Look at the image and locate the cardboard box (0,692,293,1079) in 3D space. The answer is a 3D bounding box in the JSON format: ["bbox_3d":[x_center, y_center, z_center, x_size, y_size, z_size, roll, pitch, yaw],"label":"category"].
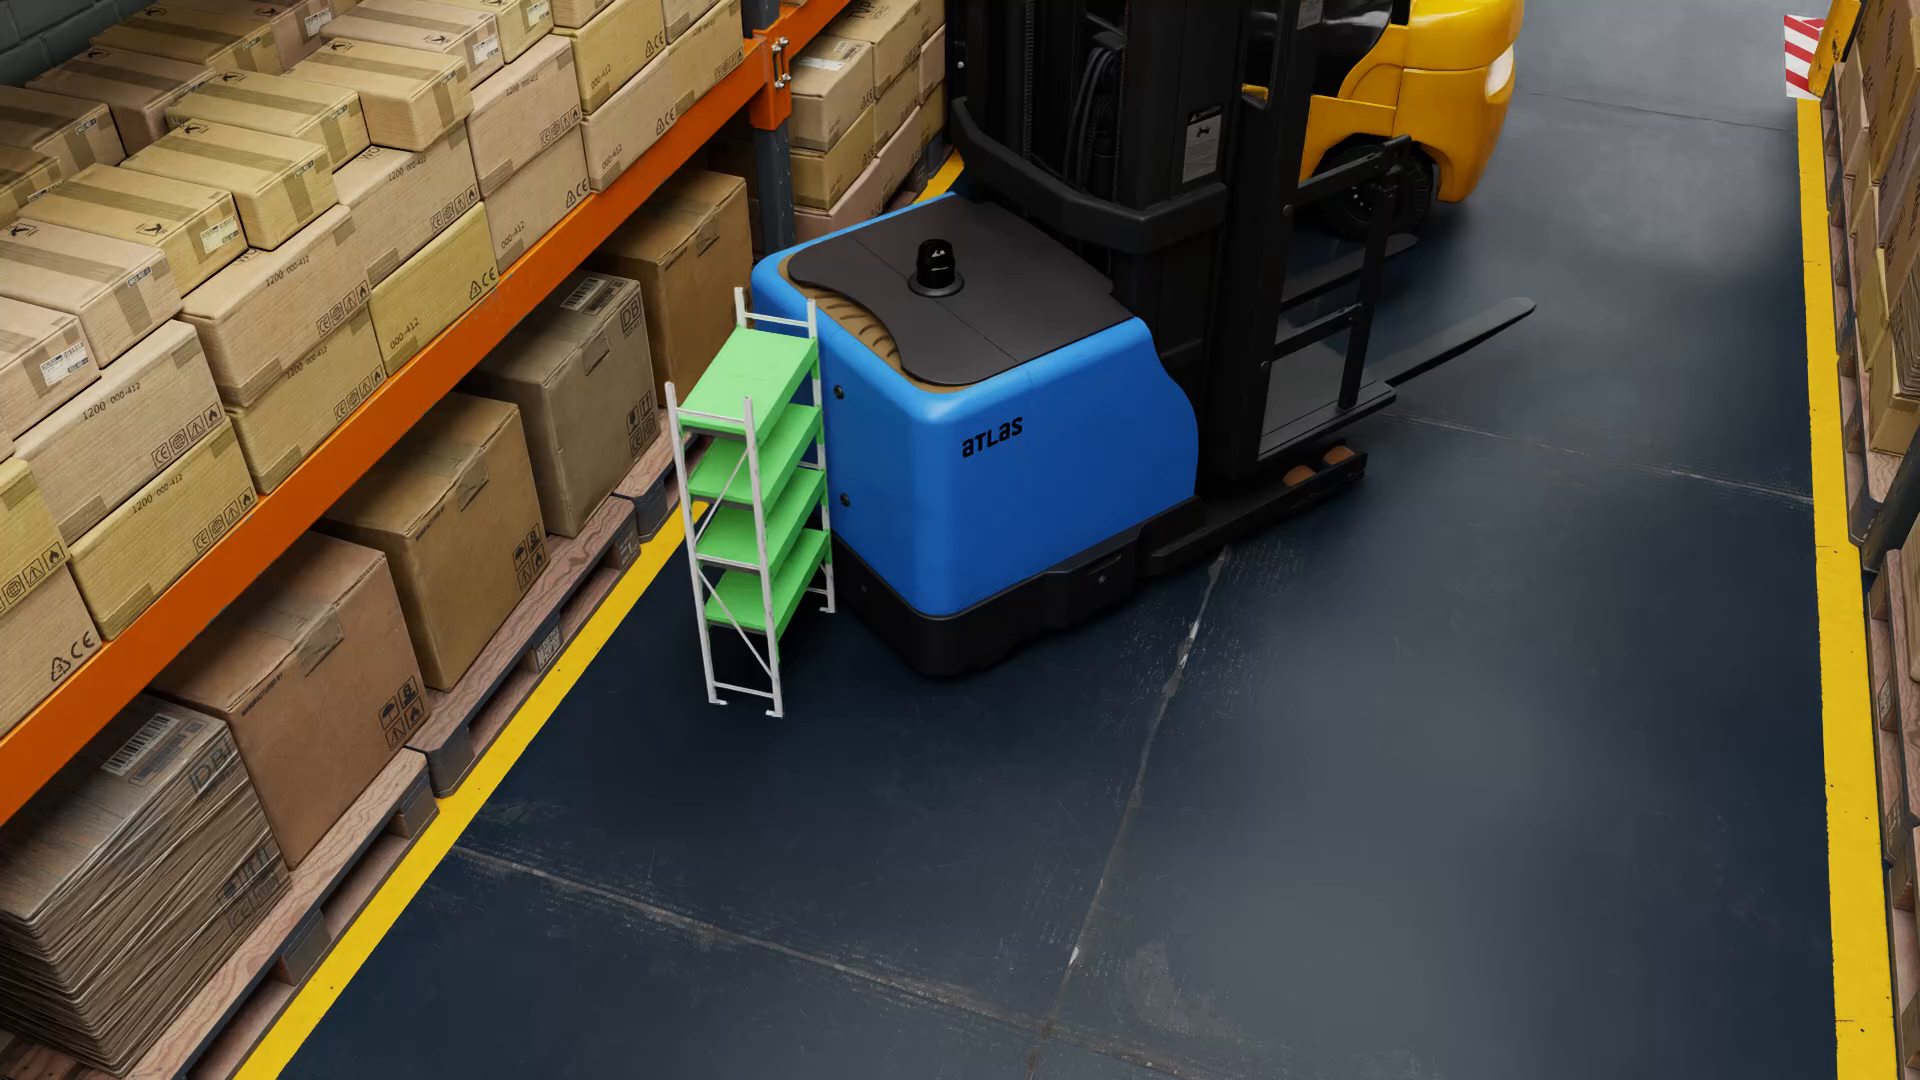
[{"bbox_3d":[-2.267,0.748,4.068,0.875,0.625,0.625,15,43,16],"label":"cardboard box"}]

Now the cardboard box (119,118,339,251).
[{"bbox_3d":[-1.676,-0.821,3.825,0.380,0.149,0.250,14,42,16],"label":"cardboard box"}]

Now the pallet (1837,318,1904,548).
[{"bbox_3d":[3.737,-0.315,5.956,1.003,0.211,1.213,13,42,15],"label":"pallet"}]

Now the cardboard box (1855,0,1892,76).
[{"bbox_3d":[4.365,-2.352,7.412,0.500,0.500,0.500,12,42,14],"label":"cardboard box"}]

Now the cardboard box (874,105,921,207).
[{"bbox_3d":[-0.490,-1.706,7.234,0.500,0.250,0.500,12,42,14],"label":"cardboard box"}]

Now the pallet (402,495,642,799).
[{"bbox_3d":[-1.756,0.208,5.344,1.003,0.211,1.213,13,42,15],"label":"pallet"}]

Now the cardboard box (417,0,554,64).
[{"bbox_3d":[-1.352,-1.450,4.562,0.380,0.149,0.250,12,42,14],"label":"cardboard box"}]

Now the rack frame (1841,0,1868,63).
[{"bbox_3d":[4.908,-3.398,7.422,1.000,3.000,0.127,13,42,15],"label":"rack frame"}]

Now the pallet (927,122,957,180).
[{"bbox_3d":[-0.399,-2.219,8.188,1.003,0.211,1.213,13,42,15],"label":"pallet"}]

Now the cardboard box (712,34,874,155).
[{"bbox_3d":[-0.665,-1.777,6.546,0.500,0.250,0.500,13,42,14],"label":"cardboard box"}]

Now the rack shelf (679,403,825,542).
[{"bbox_3d":[-0.593,-0.221,4.813,0.258,0.148,0.480,11,42,12],"label":"rack shelf"}]

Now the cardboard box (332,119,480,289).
[{"bbox_3d":[-1.593,-0.905,4.230,0.500,0.250,0.500,14,42,16],"label":"cardboard box"}]

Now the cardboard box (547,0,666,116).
[{"bbox_3d":[-1.222,-1.519,4.950,0.500,0.250,0.500,12,42,14],"label":"cardboard box"}]

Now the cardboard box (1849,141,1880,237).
[{"bbox_3d":[4.016,-1.436,6.917,0.500,0.250,0.500,16,43,18],"label":"cardboard box"}]

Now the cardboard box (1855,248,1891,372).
[{"bbox_3d":[3.663,-0.819,6.194,0.500,0.250,0.500,12,42,14],"label":"cardboard box"}]

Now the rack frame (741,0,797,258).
[{"bbox_3d":[-1.125,-2.058,5.851,1.000,3.000,0.127,13,42,15],"label":"rack frame"}]

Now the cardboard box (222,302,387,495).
[{"bbox_3d":[-1.766,-0.399,4.022,0.500,0.250,0.500,12,42,14],"label":"cardboard box"}]

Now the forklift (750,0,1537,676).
[{"bbox_3d":[0.831,-1.464,5.207,3.031,2.935,1.130,-25,47,-27],"label":"forklift"}]

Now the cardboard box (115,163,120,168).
[{"bbox_3d":[-2.254,-0.704,3.994,0.500,0.250,0.500,13,42,15],"label":"cardboard box"}]

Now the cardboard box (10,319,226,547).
[{"bbox_3d":[-1.940,-0.273,3.489,0.500,0.250,0.500,15,43,16],"label":"cardboard box"}]

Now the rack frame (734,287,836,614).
[{"bbox_3d":[-0.526,-0.239,5.106,0.240,1.200,0.015,11,42,12],"label":"rack frame"}]

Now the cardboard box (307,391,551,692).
[{"bbox_3d":[-1.821,-0.063,5.018,0.875,0.625,0.625,12,42,13],"label":"cardboard box"}]

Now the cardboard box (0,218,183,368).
[{"bbox_3d":[-1.876,-0.520,3.471,0.380,0.149,0.250,14,42,16],"label":"cardboard box"}]

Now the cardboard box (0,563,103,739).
[{"bbox_3d":[-2.112,0.223,3.293,0.500,0.250,0.500,13,42,15],"label":"cardboard box"}]

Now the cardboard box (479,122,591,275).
[{"bbox_3d":[-1.417,-1.031,4.763,0.500,0.250,0.500,14,42,15],"label":"cardboard box"}]

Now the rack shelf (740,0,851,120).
[{"bbox_3d":[-0.442,-3.004,7.514,1.077,0.370,4.000,13,42,15],"label":"rack shelf"}]

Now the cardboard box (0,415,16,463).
[{"bbox_3d":[-2.017,-0.195,3.090,0.380,0.149,0.250,14,42,16],"label":"cardboard box"}]

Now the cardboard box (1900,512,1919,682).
[{"bbox_3d":[3.363,0.202,4.903,0.950,0.372,0.625,14,42,16],"label":"cardboard box"}]

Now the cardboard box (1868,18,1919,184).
[{"bbox_3d":[4.011,-1.728,6.681,0.500,0.500,0.500,14,42,16],"label":"cardboard box"}]

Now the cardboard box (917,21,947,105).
[{"bbox_3d":[-0.317,-2.200,7.427,0.500,0.250,0.500,13,42,15],"label":"cardboard box"}]

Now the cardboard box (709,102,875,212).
[{"bbox_3d":[-0.670,-1.588,6.710,0.500,0.250,0.500,13,42,15],"label":"cardboard box"}]

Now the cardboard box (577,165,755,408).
[{"bbox_3d":[-1.293,-0.993,6.109,0.875,0.625,0.625,15,43,17],"label":"cardboard box"}]

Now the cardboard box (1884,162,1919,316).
[{"bbox_3d":[3.663,-1.088,5.932,0.500,0.500,0.500,14,42,16],"label":"cardboard box"}]

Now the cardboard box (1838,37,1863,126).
[{"bbox_3d":[4.372,-2.081,7.673,0.500,0.250,0.500,13,42,15],"label":"cardboard box"}]

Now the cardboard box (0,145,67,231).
[{"bbox_3d":[-2.261,-0.782,3.779,0.380,0.149,0.250,13,42,15],"label":"cardboard box"}]

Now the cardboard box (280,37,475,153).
[{"bbox_3d":[-1.461,-1.120,4.175,0.380,0.149,0.250,12,42,14],"label":"cardboard box"}]

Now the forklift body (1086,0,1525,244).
[{"bbox_3d":[1.308,-2.613,7.155,2.313,2.155,1.214,13,42,15],"label":"forklift body"}]

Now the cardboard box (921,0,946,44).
[{"bbox_3d":[-0.321,-2.393,7.268,0.500,0.250,0.500,15,43,17],"label":"cardboard box"}]

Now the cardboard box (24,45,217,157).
[{"bbox_3d":[-2.065,-1.087,4.136,0.380,0.149,0.250,14,43,16],"label":"cardboard box"}]

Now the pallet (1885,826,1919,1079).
[{"bbox_3d":[2.860,1.324,4.035,1.003,0.211,1.213,13,42,15],"label":"pallet"}]

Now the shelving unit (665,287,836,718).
[{"bbox_3d":[-0.593,-0.087,4.927,0.258,1.200,0.503,11,42,12],"label":"shelving unit"}]

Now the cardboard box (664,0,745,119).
[{"bbox_3d":[-1.052,-1.635,5.471,0.500,0.250,0.500,14,42,16],"label":"cardboard box"}]

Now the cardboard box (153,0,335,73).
[{"bbox_3d":[-1.933,-1.410,4.514,0.380,0.149,0.250,13,42,15],"label":"cardboard box"}]

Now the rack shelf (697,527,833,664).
[{"bbox_3d":[-0.593,0.145,5.124,0.258,0.148,0.480,11,42,12],"label":"rack shelf"}]

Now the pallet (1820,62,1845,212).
[{"bbox_3d":[4.571,-1.803,7.701,1.003,0.211,1.213,13,42,15],"label":"pallet"}]
